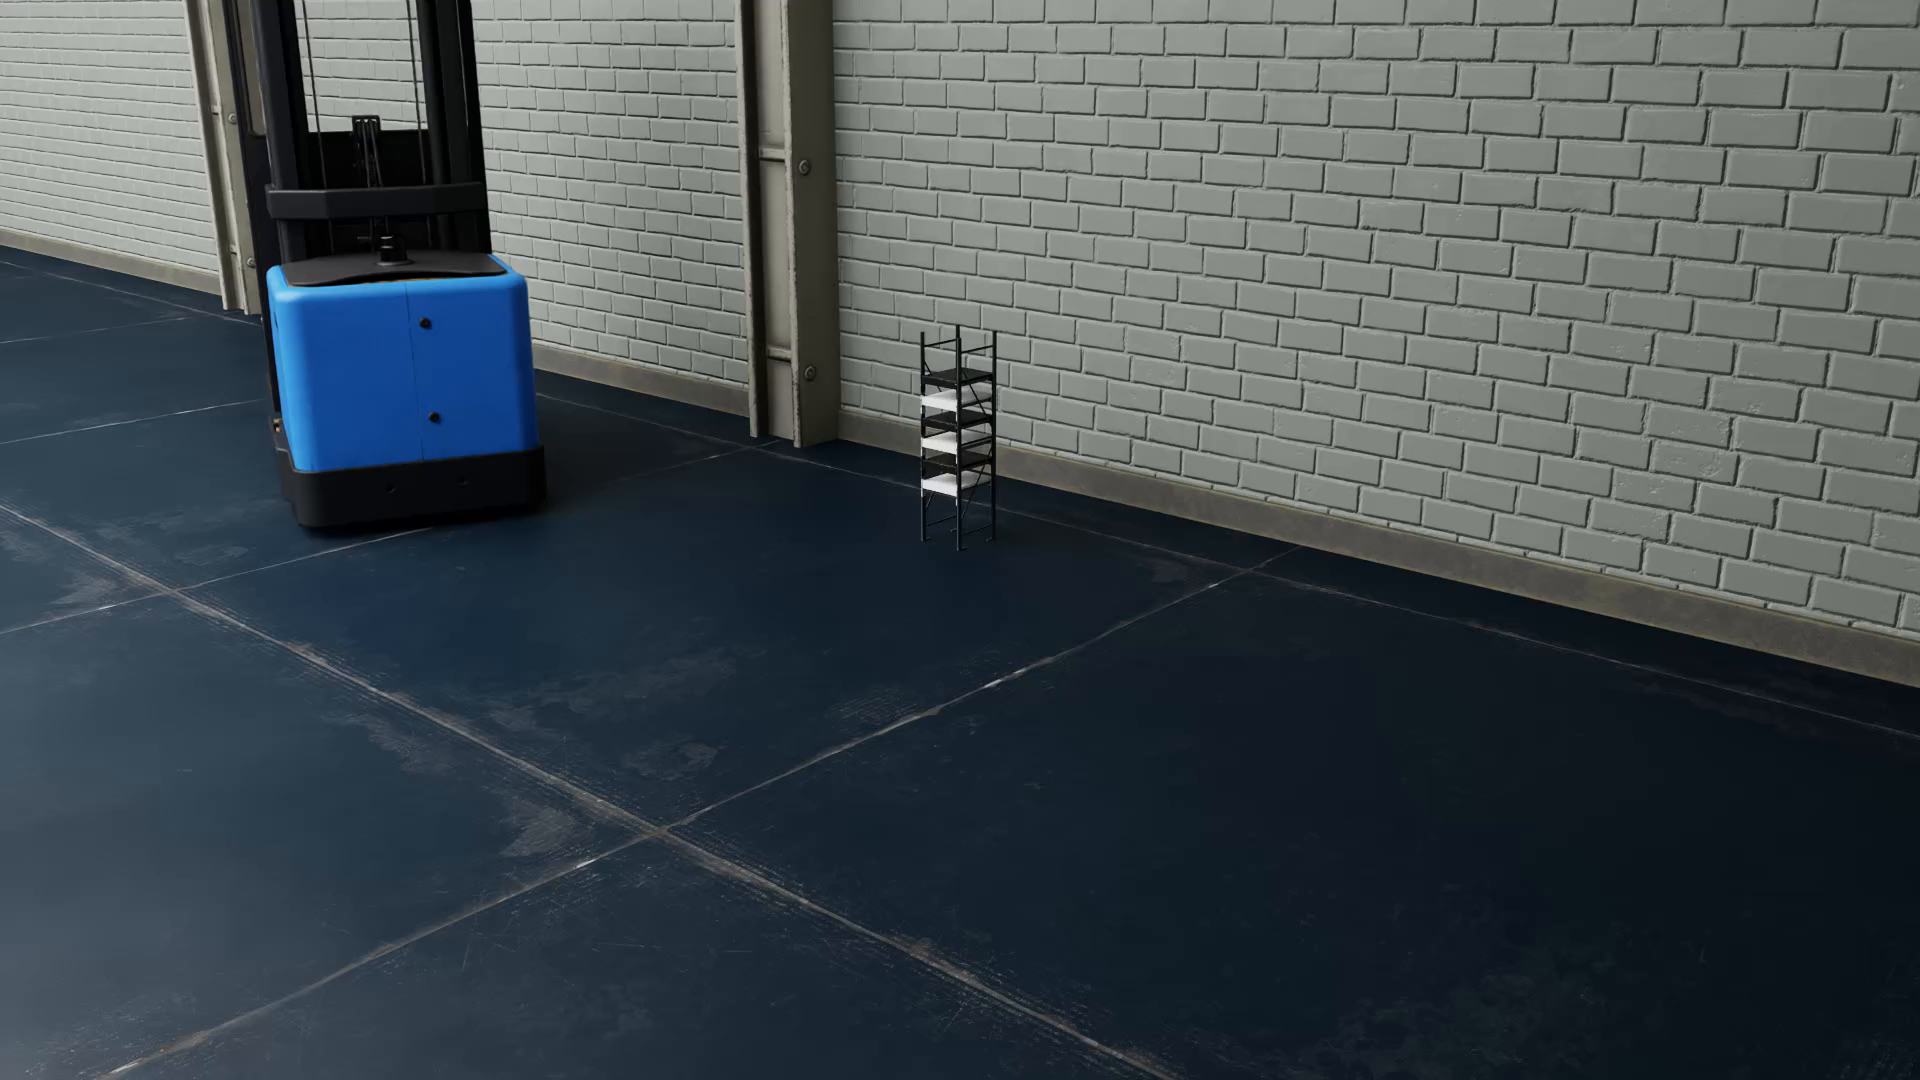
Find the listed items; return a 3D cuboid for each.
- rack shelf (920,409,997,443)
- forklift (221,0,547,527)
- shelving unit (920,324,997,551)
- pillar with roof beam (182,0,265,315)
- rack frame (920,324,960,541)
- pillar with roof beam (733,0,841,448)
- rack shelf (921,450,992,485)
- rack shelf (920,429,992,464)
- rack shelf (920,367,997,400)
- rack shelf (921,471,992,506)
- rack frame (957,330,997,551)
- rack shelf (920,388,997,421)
[{"bbox_3d":[-0.006,-0.485,6.964,0.200,0.077,0.258,15,23,39],"label":"rack shelf"},{"bbox_3d":[-2.924,-1.856,8.114,1.130,2.935,3.031,-8,19,-23],"label":"forklift"},{"bbox_3d":[-0.006,-0.431,6.981,0.210,0.900,0.258,15,23,39],"label":"shelving unit"},{"bbox_3d":[-8.217,-5.071,8.215,0.400,9.000,9.100,15,23,39],"label":"pillar with roof beam"},{"bbox_3d":[-0.082,-0.451,7.045,0.006,0.900,0.240,15,23,39],"label":"rack frame"},{"bbox_3d":[-3.729,-3.867,4.419,0.400,9.000,9.100,15,23,39],"label":"pillar with roof beam"},{"bbox_3d":[-0.006,-0.313,7.018,0.200,0.077,0.258,15,23,39],"label":"rack shelf"},{"bbox_3d":[-0.006,-0.399,6.991,0.200,0.077,0.258,15,23,39],"label":"rack shelf"},{"bbox_3d":[-0.006,-0.656,6.909,0.200,0.077,0.258,15,23,39],"label":"rack shelf"},{"bbox_3d":[-0.006,-0.227,7.045,0.200,0.077,0.258,15,23,39],"label":"rack shelf"},{"bbox_3d":[0.070,-0.410,6.916,0.006,0.900,0.240,15,23,39],"label":"rack frame"},{"bbox_3d":[-0.006,-0.570,6.936,0.200,0.077,0.258,15,23,39],"label":"rack shelf"}]
